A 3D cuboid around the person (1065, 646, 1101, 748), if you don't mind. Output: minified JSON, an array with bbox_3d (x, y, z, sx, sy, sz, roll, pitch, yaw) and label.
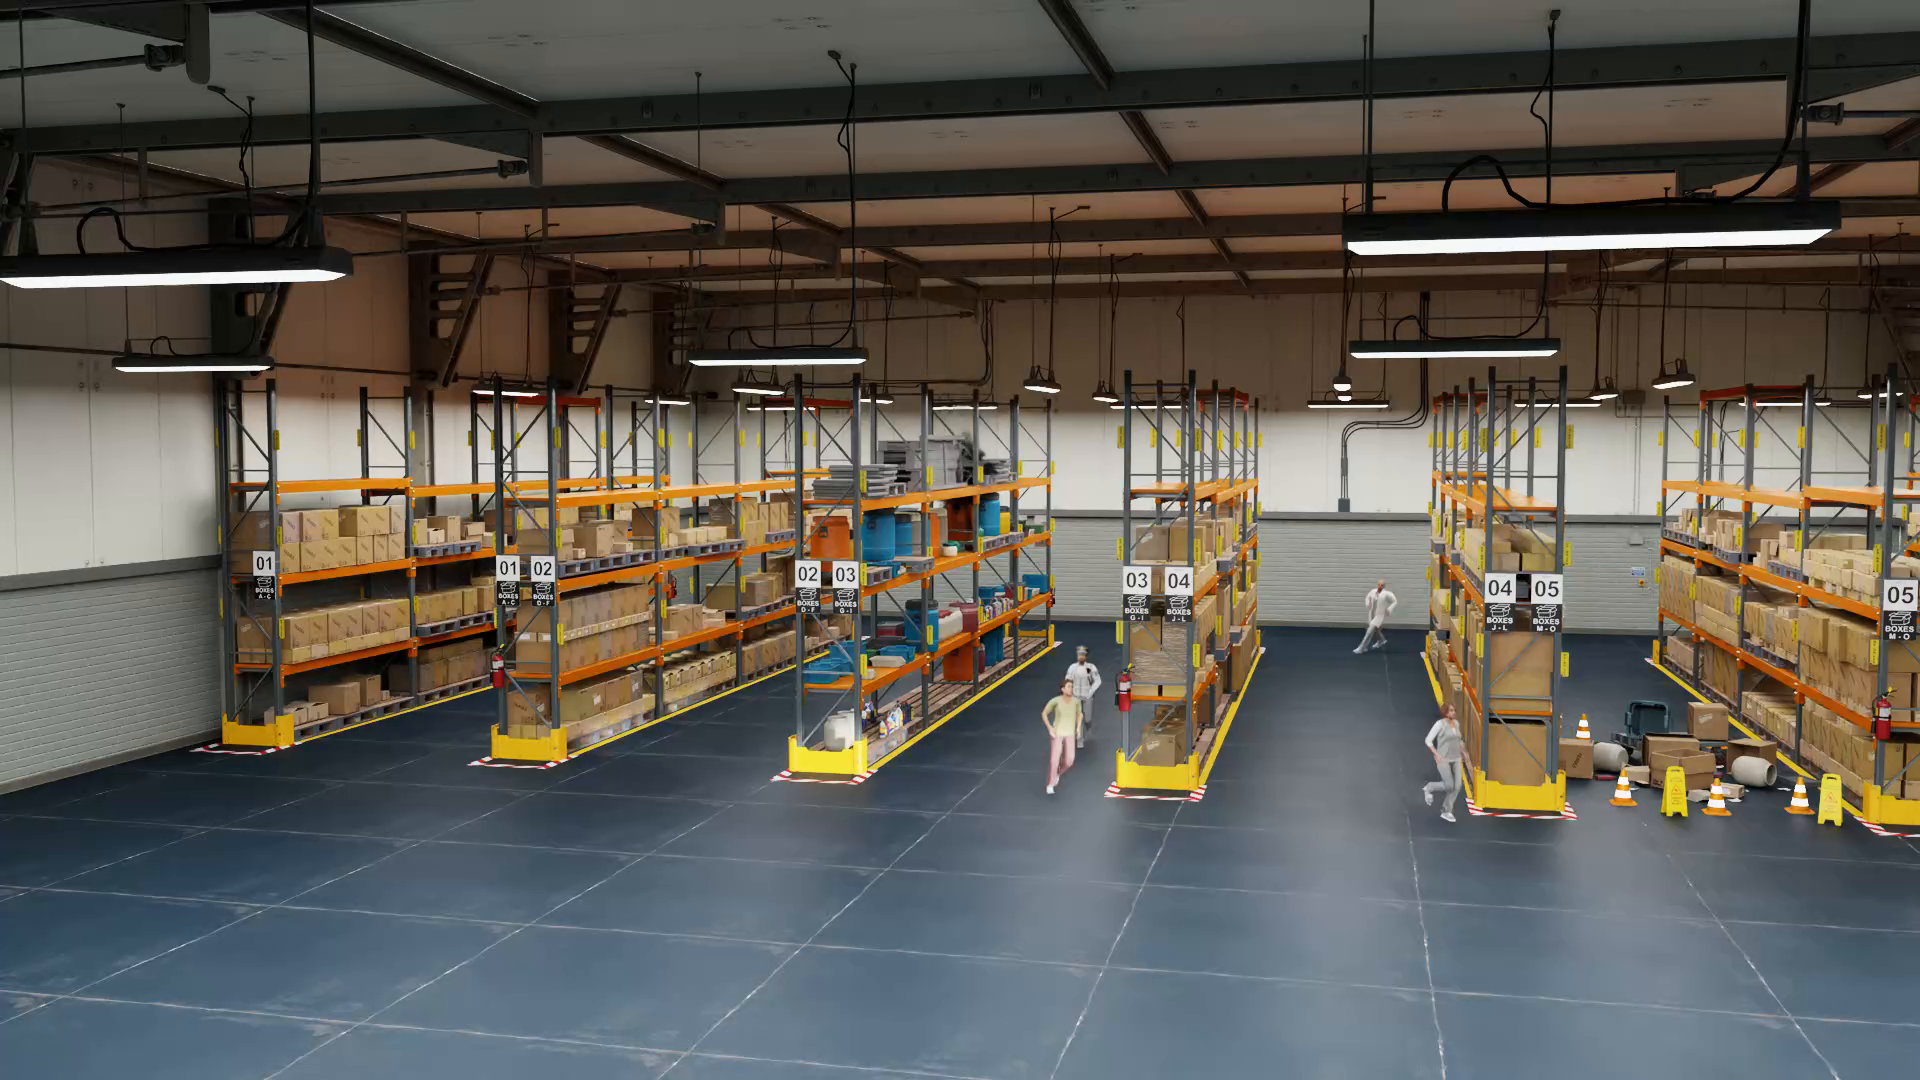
[{"bbox_3d":[1.986,2.549,27.122,0.612,1.648,0.555,1,3,11],"label":"person"}]

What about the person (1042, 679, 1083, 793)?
[{"bbox_3d":[1.484,2.784,23.662,0.631,1.616,0.527,-1,4,-12],"label":"person"}]

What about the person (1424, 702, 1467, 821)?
[{"bbox_3d":[6.425,2.916,22.014,0.549,1.556,0.551,-1,4,-23],"label":"person"}]

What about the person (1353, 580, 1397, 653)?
[{"bbox_3d":[9.824,1.788,39.077,1.084,1.727,0.787,-3,4,-37],"label":"person"}]
